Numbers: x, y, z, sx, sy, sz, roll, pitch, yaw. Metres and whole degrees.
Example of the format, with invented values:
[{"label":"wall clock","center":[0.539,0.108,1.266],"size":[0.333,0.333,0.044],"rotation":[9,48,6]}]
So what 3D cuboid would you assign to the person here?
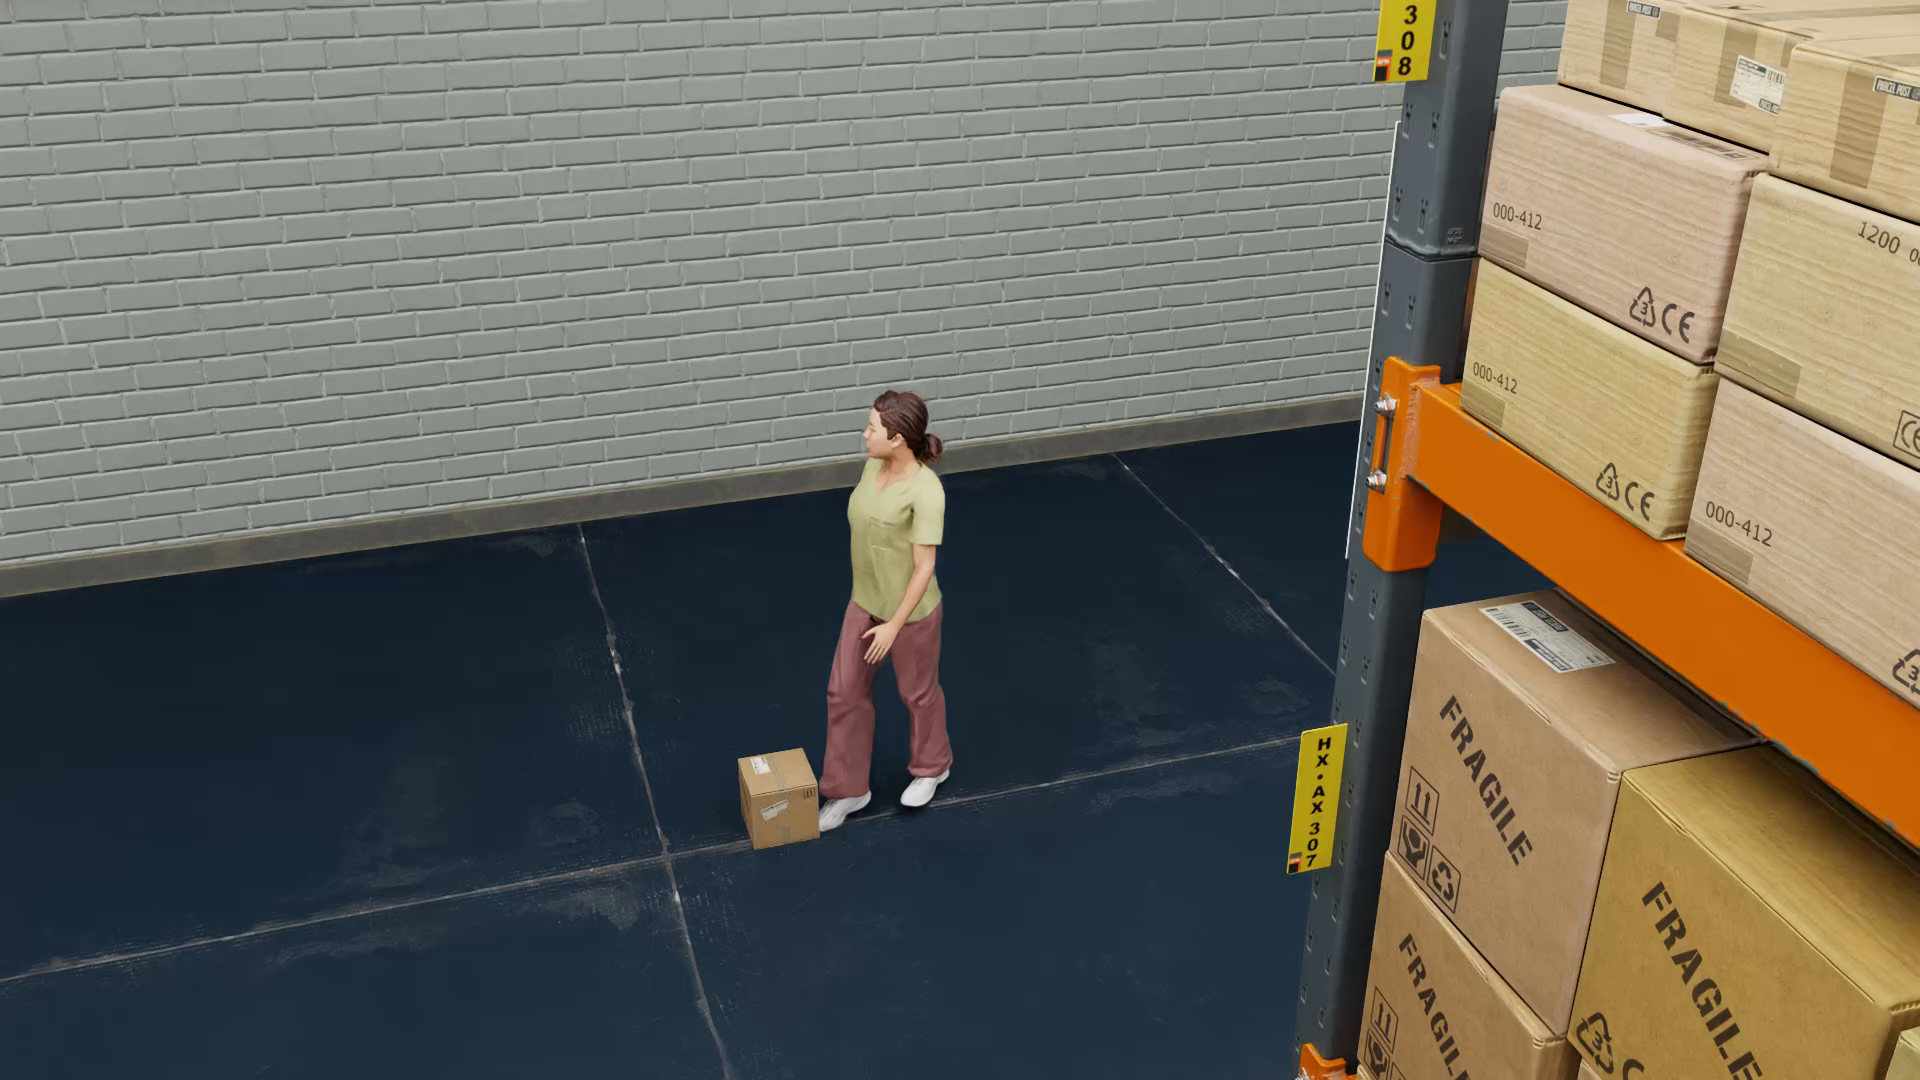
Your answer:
[{"label":"person","center":[-0.292,0.416,6.110],"size":[0.644,1.465,0.470],"rotation":[-24,35,-39]}]
